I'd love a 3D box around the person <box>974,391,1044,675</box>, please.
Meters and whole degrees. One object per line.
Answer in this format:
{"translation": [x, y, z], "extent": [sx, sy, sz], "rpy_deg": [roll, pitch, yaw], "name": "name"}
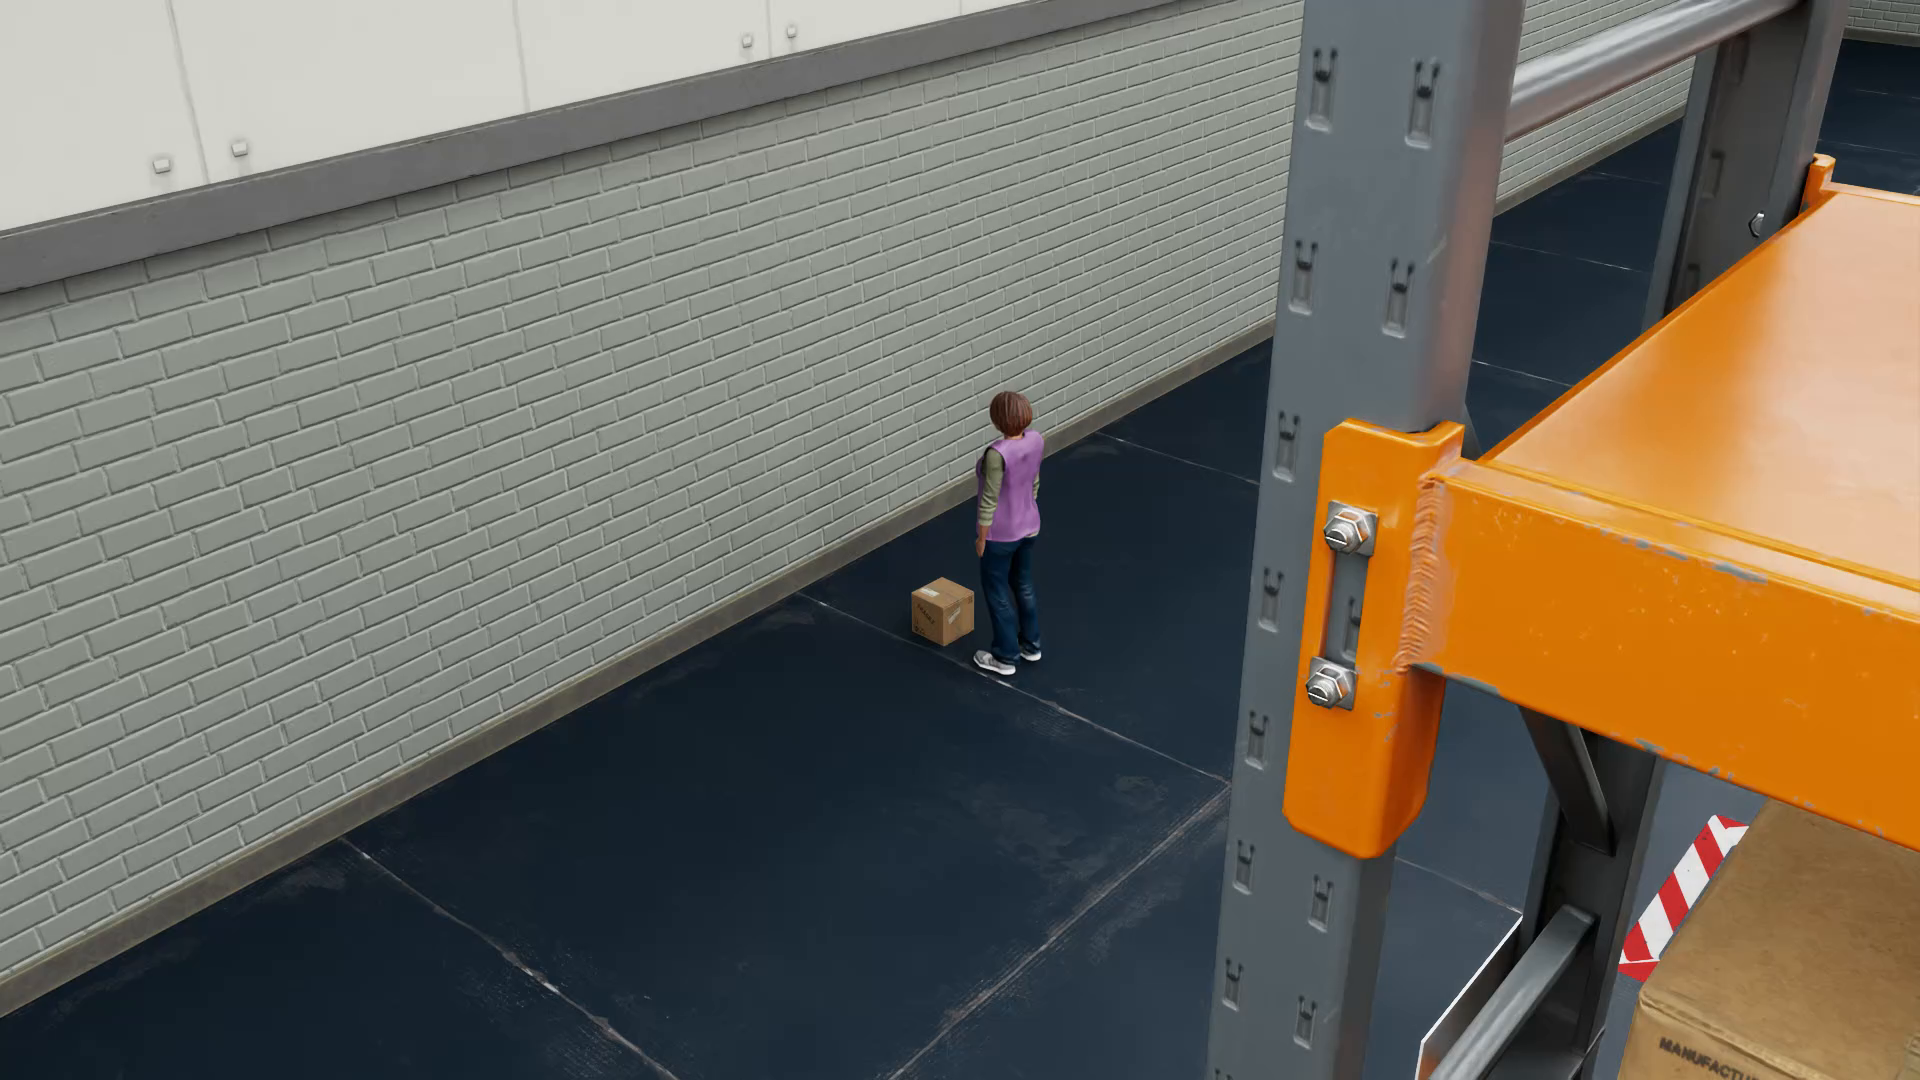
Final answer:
{"translation": [0.247, -0.037, 8.703], "extent": [0.310, 1.596, 0.405], "rpy_deg": [24, 36, 38], "name": "person"}
